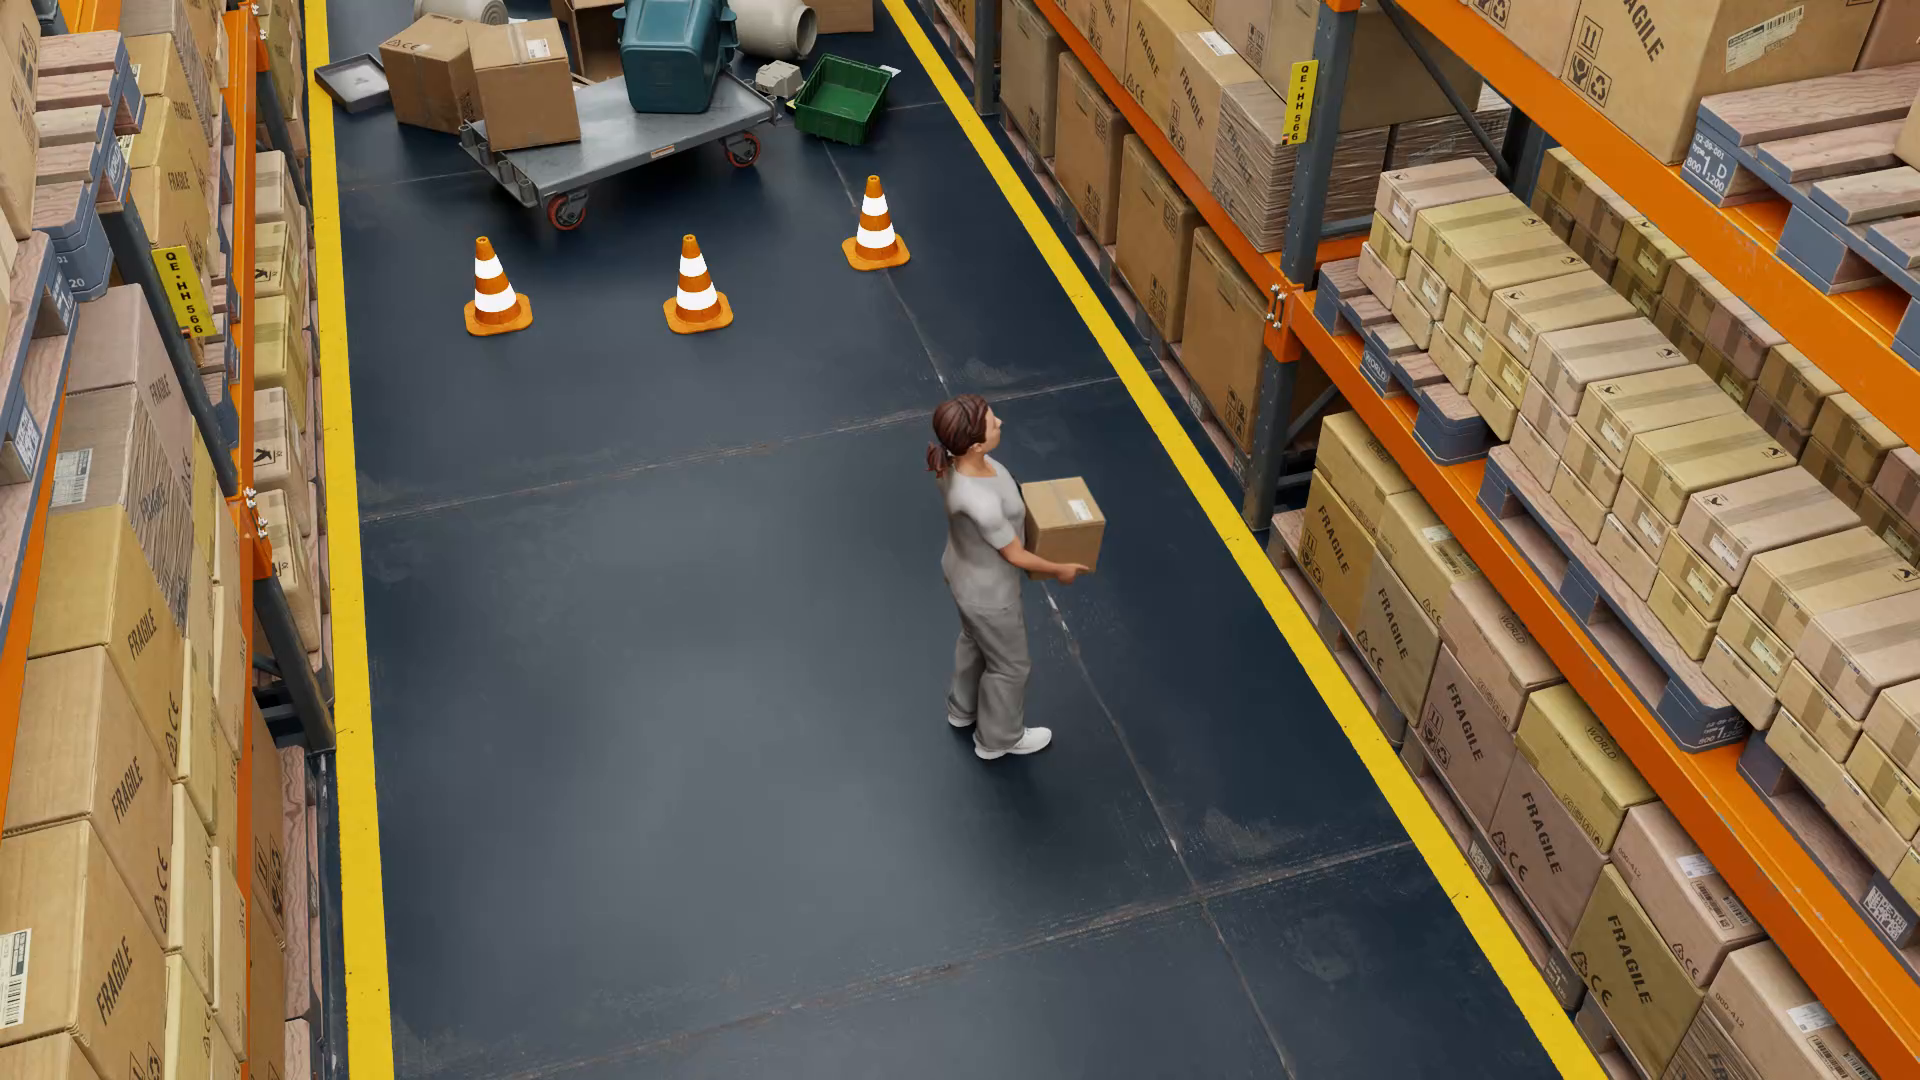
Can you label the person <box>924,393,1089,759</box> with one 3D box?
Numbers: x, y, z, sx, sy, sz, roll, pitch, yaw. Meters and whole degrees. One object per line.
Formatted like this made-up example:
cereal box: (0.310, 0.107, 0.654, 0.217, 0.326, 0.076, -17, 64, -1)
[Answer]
person: (0.155, 0.131, 6.025, 0.546, 1.663, 0.439, -12, 44, -13)
